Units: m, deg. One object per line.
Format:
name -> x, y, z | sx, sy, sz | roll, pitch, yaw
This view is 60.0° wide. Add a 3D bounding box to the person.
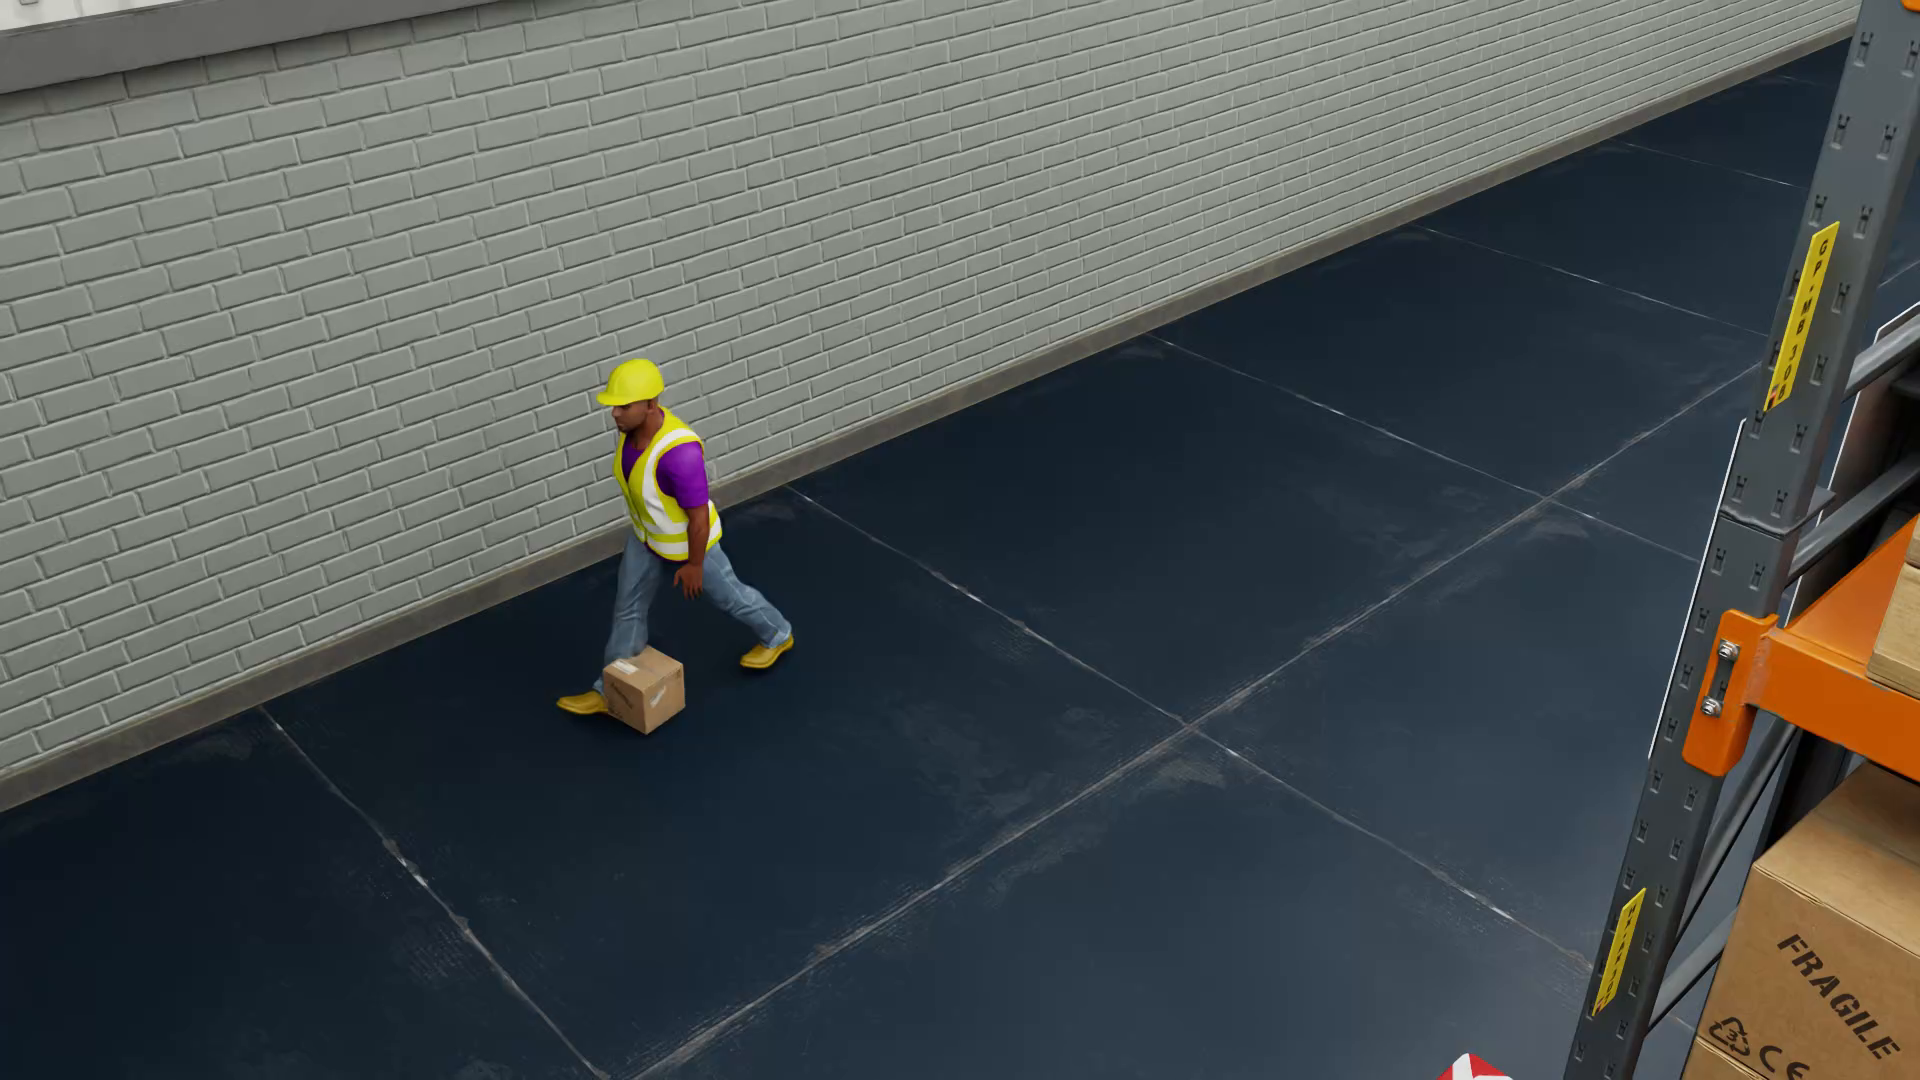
person -> -1.248, -0.012, 7.177 | 1.134, 1.697, 0.570 | -26, 40, -36
